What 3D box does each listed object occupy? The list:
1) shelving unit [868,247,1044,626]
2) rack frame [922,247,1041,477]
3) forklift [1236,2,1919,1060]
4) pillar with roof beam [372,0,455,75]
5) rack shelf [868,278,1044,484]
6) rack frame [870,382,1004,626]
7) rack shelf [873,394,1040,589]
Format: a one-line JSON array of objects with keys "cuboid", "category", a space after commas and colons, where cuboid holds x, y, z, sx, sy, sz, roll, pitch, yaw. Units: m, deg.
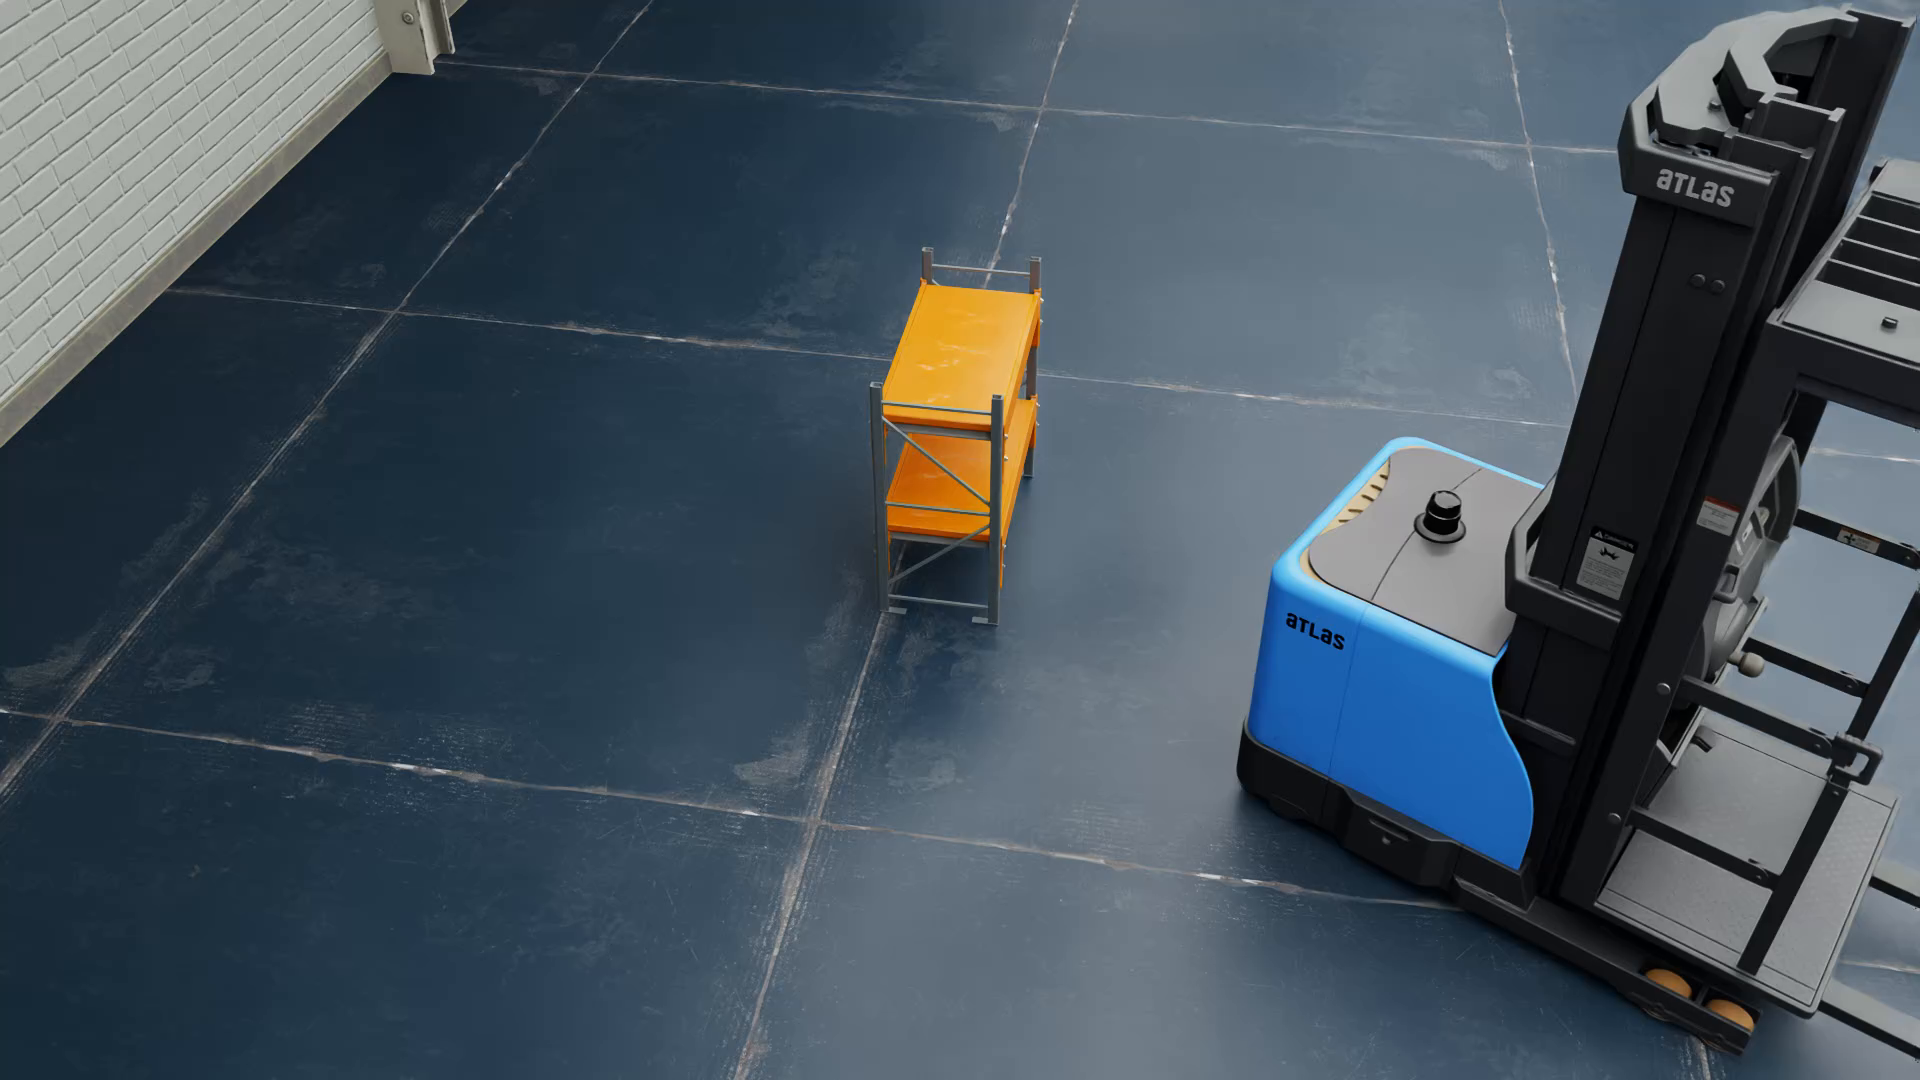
[{"cuboid": [0.001, -0.438, 6.897, 0.538, 1.125, 1.048, 6, 40, 8], "category": "shelving unit"}, {"cuboid": [0.089, -0.757, 7.283, 0.500, 1.125, 0.032, 6, 40, 8], "category": "rack frame"}, {"cuboid": [2.498, 0.108, 4.820, 3.031, 2.935, 1.130, 26, 46, 28], "category": "forklift"}, {"cuboid": [0.640, -6.199, 7.686, 9.100, 9.000, 0.400, 6, 40, 8], "category": "pillar with roof beam"}, {"cuboid": [0.001, -0.663, 6.710, 0.538, 0.278, 1.000, 6, 40, 8], "category": "rack shelf"}, {"cuboid": [-0.087, -0.119, 6.511, 0.500, 1.125, 0.032, 6, 40, 8], "category": "rack frame"}, {"cuboid": [0.001, -0.249, 7.053, 0.538, 0.278, 1.000, 6, 40, 8], "category": "rack shelf"}]
